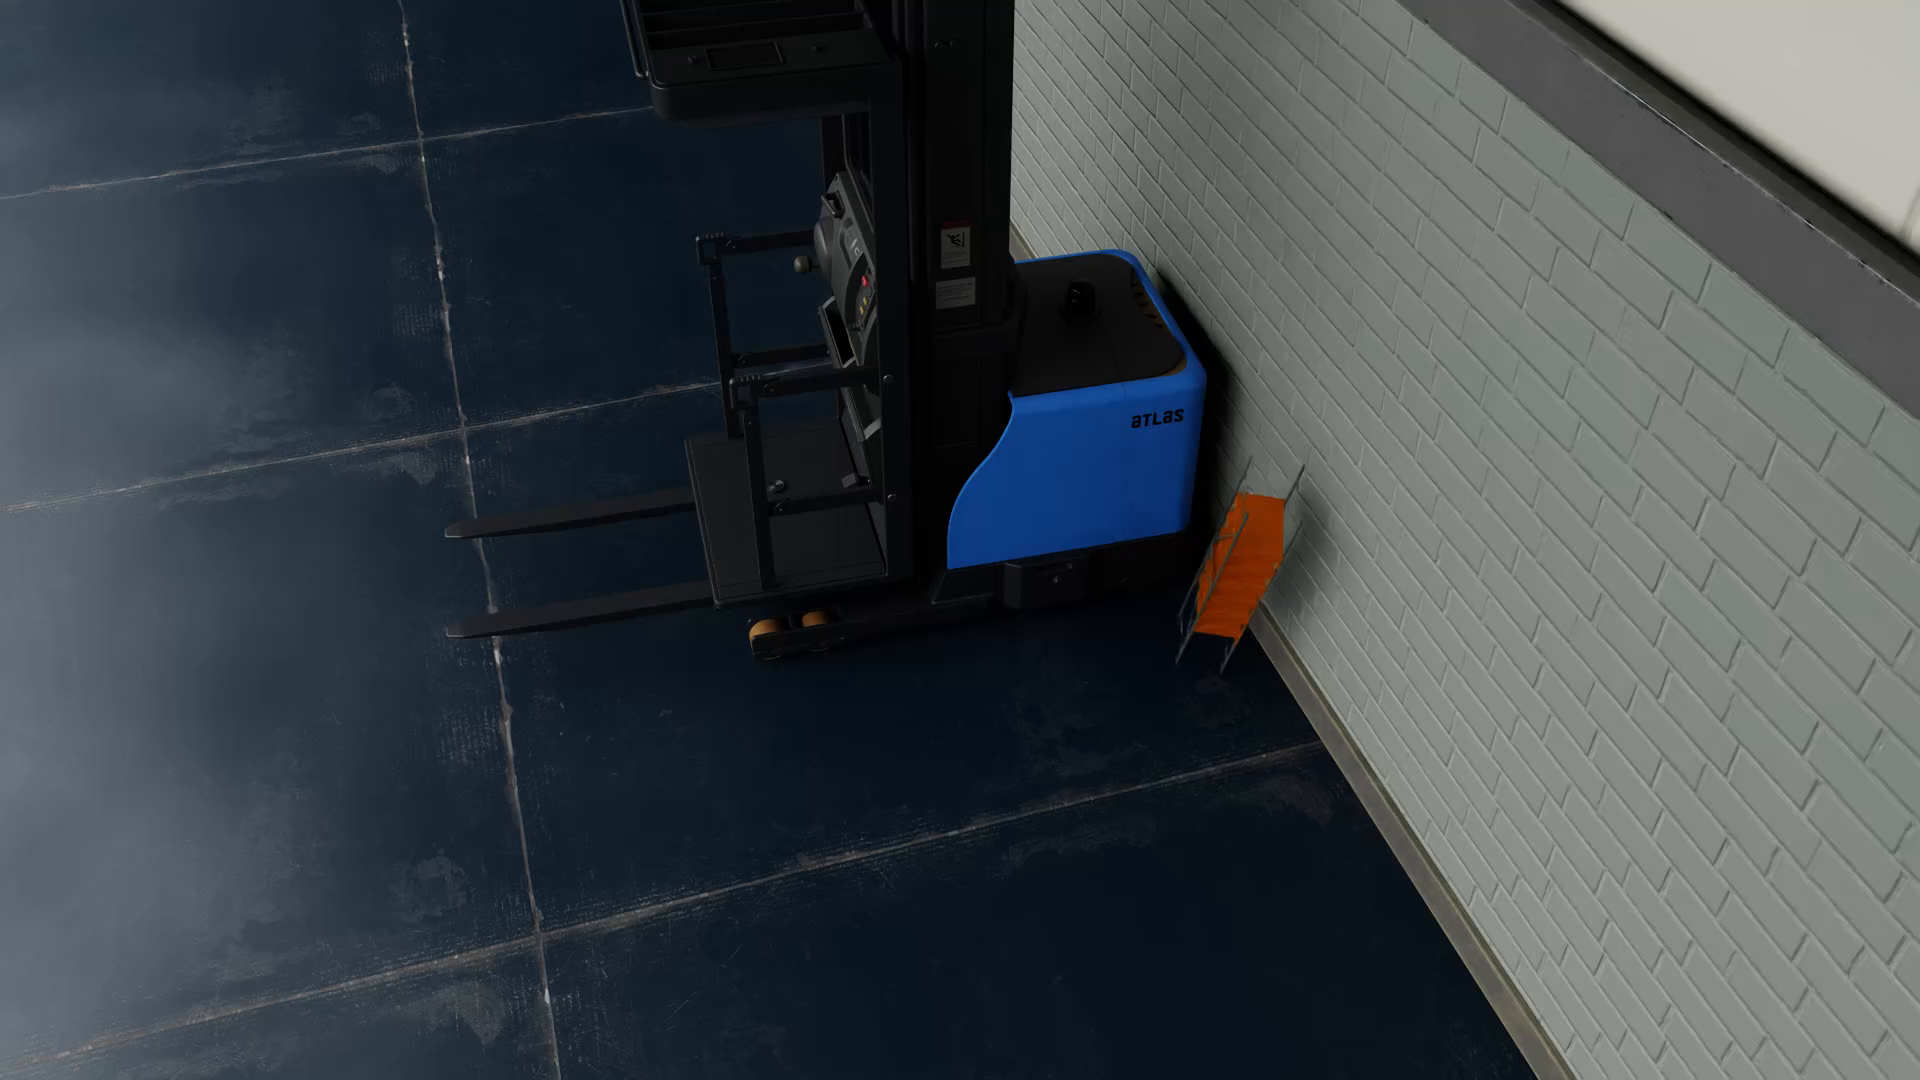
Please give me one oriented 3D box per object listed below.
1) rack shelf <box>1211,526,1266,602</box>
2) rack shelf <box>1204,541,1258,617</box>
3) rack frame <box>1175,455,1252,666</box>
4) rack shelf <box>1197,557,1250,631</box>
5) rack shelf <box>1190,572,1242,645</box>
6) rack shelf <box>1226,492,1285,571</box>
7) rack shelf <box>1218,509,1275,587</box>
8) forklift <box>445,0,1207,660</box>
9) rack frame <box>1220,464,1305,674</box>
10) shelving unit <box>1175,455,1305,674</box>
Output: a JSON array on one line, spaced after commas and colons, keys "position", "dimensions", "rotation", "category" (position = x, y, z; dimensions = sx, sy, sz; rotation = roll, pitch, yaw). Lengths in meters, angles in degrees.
[{"position": [1.026, 0.084, 6.100], "dimensions": [0.180, 0.103, 0.258], "rotation": [9, 60, -1], "category": "rack shelf"}, {"position": [1.015, 0.143, 6.204], "dimensions": [0.180, 0.103, 0.258], "rotation": [9, 60, -1], "category": "rack shelf"}, {"position": [0.929, 0.107, 6.164], "dimensions": [0.006, 1.200, 0.240], "rotation": [9, 60, -1], "category": "rack frame"}, {"position": [1.004, 0.202, 6.308], "dimensions": [0.180, 0.103, 0.258], "rotation": [9, 60, -1], "category": "rack shelf"}, {"position": [0.993, 0.260, 6.412], "dimensions": [0.180, 0.103, 0.258], "rotation": [9, 60, -1], "category": "rack shelf"}, {"position": [1.049, -0.034, 5.892], "dimensions": [0.180, 0.103, 0.258], "rotation": [9, 60, -1], "category": "rack shelf"}, {"position": [1.038, 0.025, 5.996], "dimensions": [0.180, 0.103, 0.258], "rotation": [9, 60, -1], "category": "rack shelf"}, {"position": [-0.608, -1.007, 6.175], "dimensions": [3.031, 2.935, 1.130], "rotation": [-9, 42, -10], "category": "forklift"}, {"position": [1.110, 0.135, 6.167], "dimensions": [0.006, 1.200, 0.240], "rotation": [9, 60, -1], "category": "rack frame"}, {"position": [1.019, 0.121, 6.166], "dimensions": [0.189, 1.200, 0.258], "rotation": [9, 60, -1], "category": "shelving unit"}]
